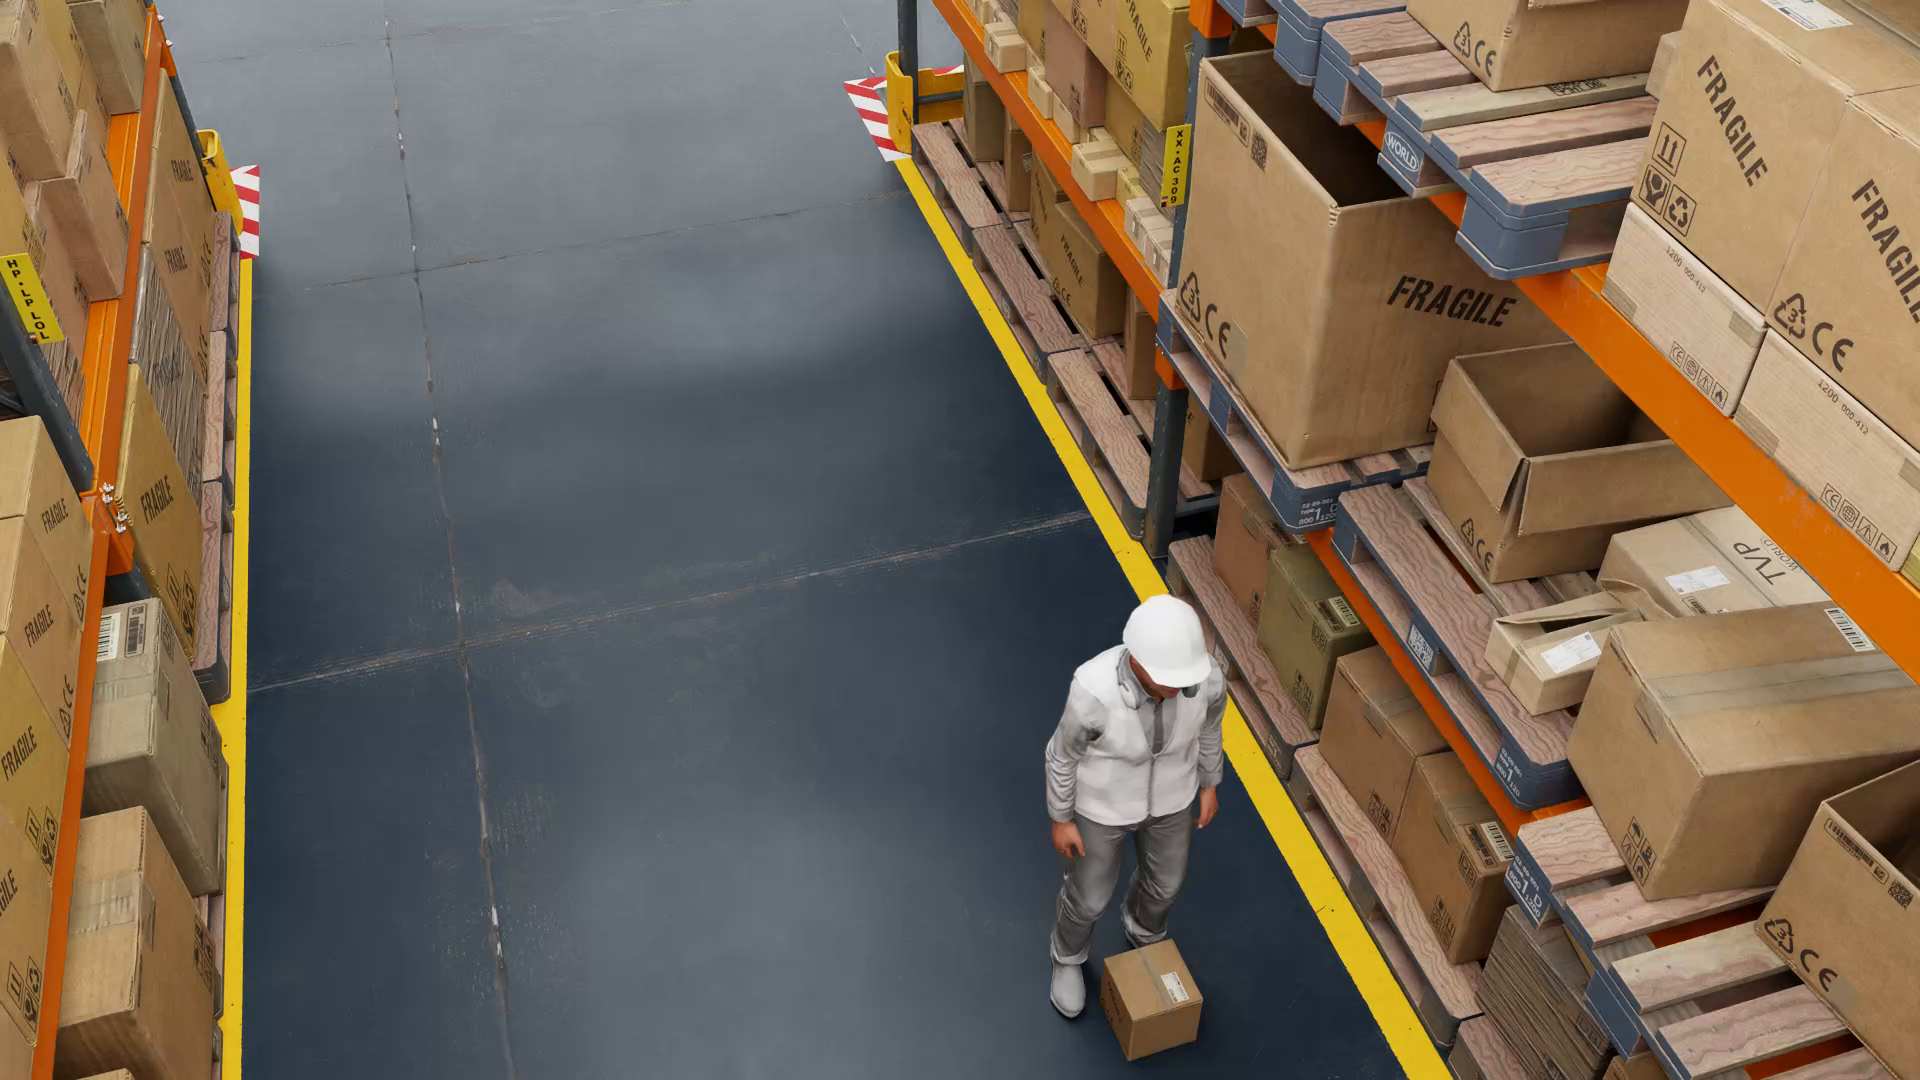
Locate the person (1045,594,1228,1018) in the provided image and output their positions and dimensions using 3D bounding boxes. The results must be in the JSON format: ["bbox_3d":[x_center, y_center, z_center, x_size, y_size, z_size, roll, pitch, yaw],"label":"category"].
[{"bbox_3d":[0.547,0.810,5.239,0.581,1.772,0.460,-12,43,-13],"label":"person"}]
